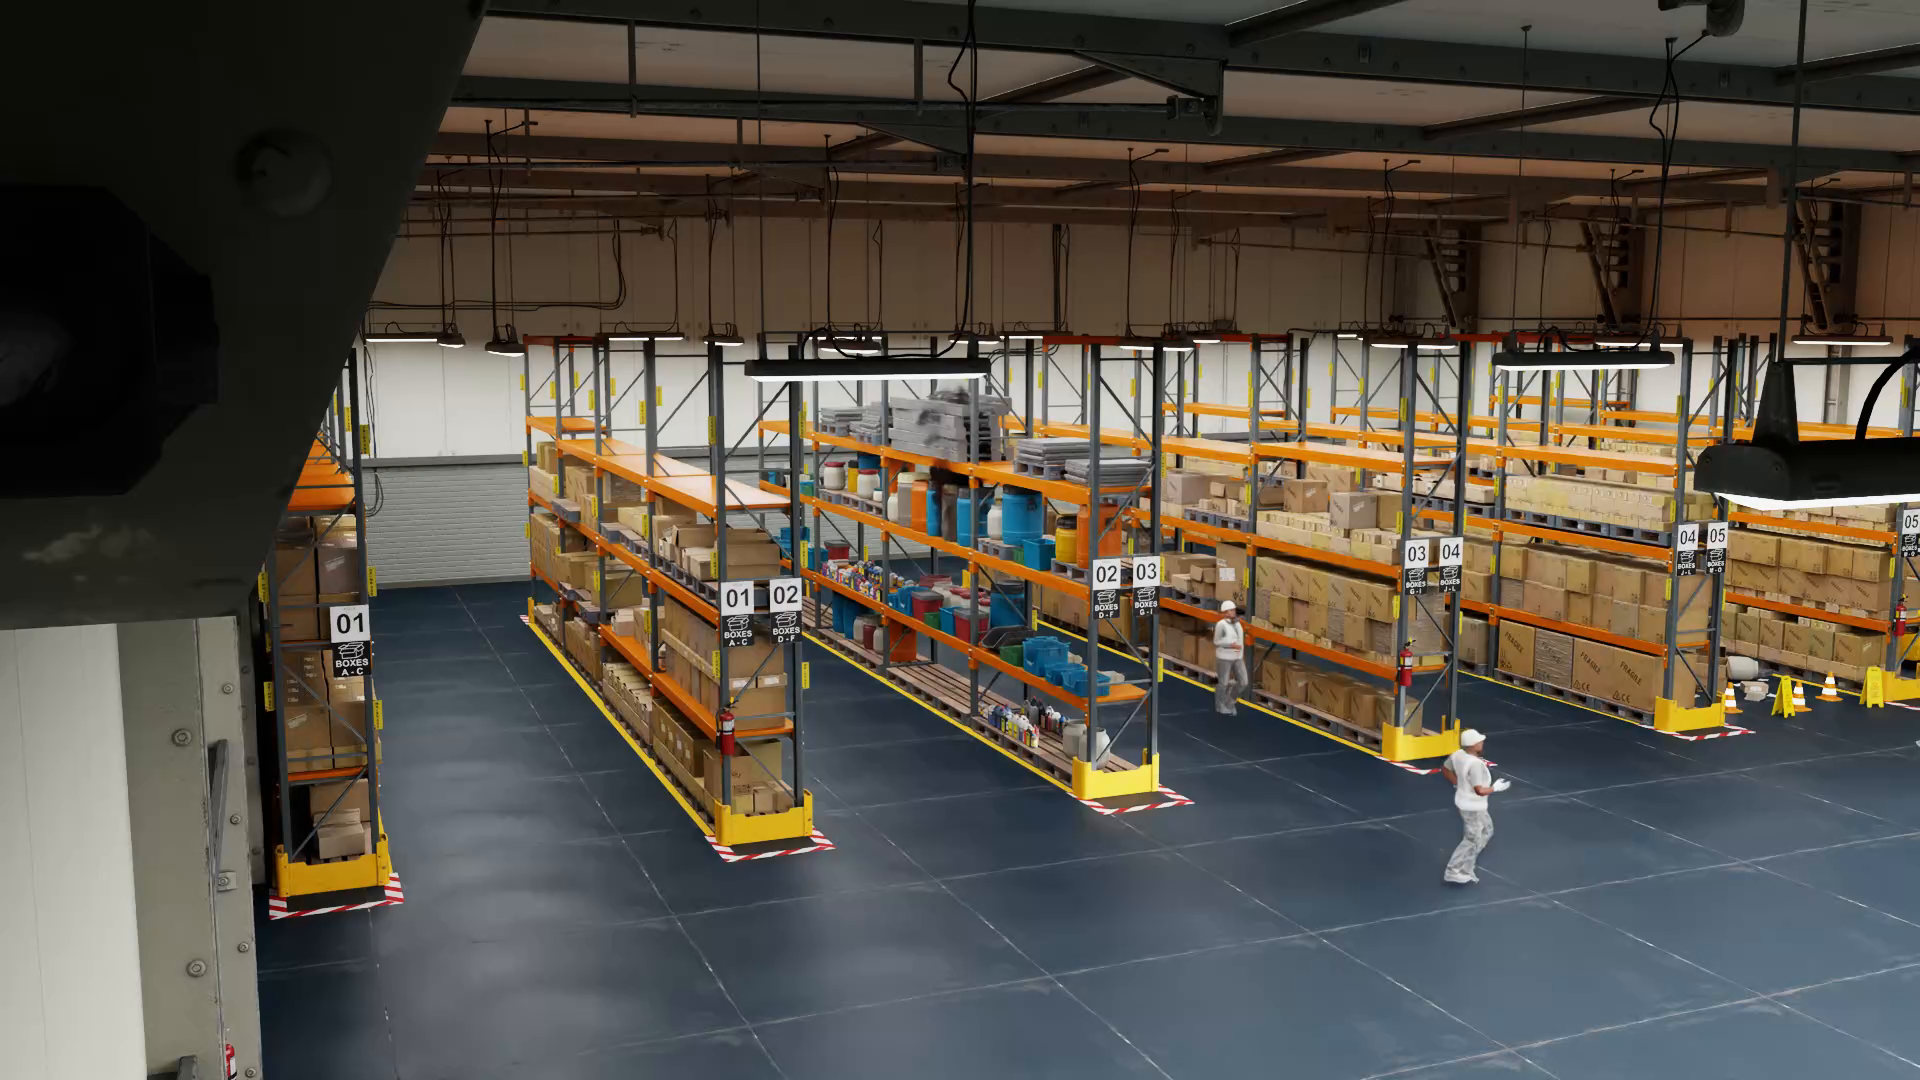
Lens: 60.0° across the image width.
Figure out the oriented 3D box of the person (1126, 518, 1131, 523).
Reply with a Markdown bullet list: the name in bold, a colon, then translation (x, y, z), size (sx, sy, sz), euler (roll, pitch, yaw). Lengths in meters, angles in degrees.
- **person**: translation (3.959, 0.311, 38.952), size (0.587, 1.685, 0.869), euler (-2, 8, -18)

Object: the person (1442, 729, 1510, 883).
- **person**: translation (5.767, 2.996, 18.583), size (0.667, 1.803, 0.640), euler (0, 8, 2)

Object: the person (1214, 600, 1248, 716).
- **person**: translation (4.170, 1.825, 25.382), size (0.638, 1.803, 0.646), euler (-5, 9, -33)
